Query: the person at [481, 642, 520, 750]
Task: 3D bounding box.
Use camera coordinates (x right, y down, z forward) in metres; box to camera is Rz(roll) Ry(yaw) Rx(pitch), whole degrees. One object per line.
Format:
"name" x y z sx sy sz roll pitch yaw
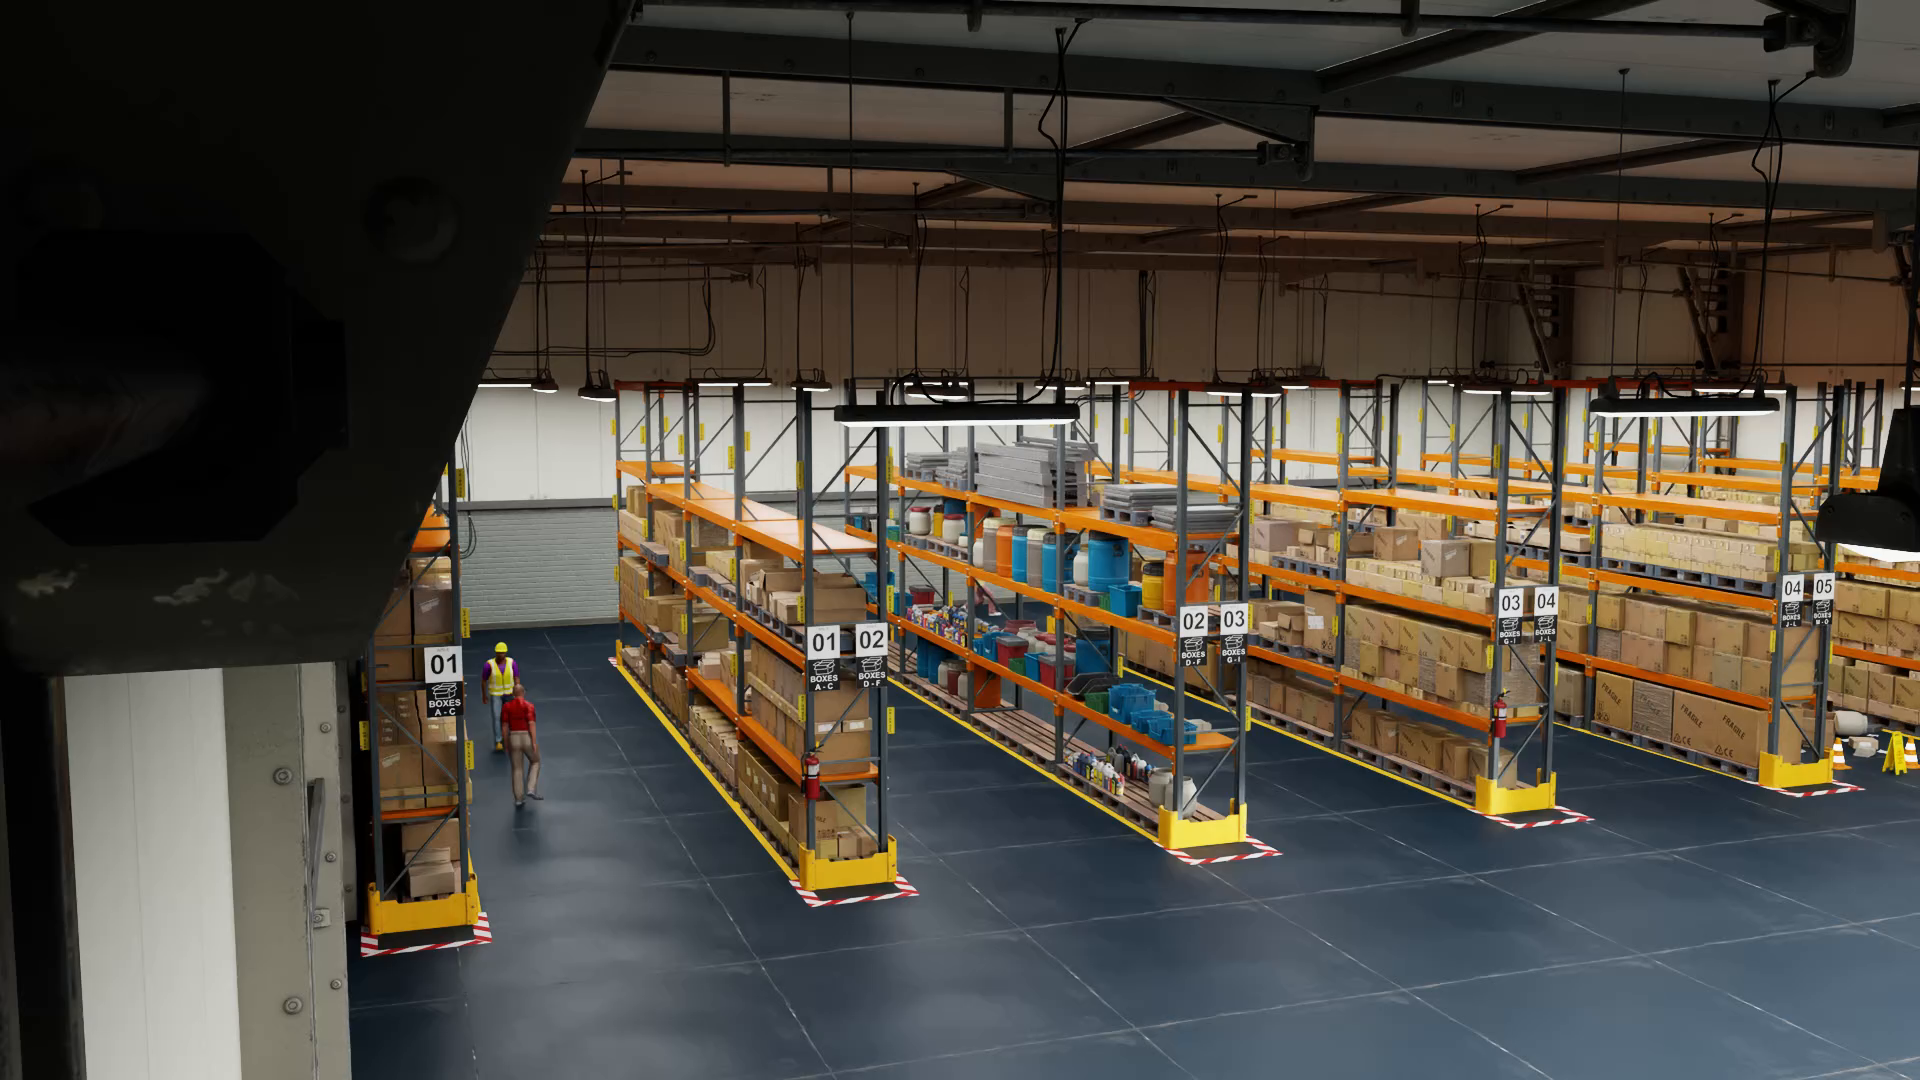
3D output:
"person" -7.548 2.549 27.457 0.584 1.712 0.989 -4 7 -32

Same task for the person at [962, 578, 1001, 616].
"person" 0.535 1.129 41.831 0.986 1.558 0.443 1 6 9

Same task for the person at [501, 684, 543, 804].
"person" -6.337 2.941 23.998 0.564 1.728 0.515 0 6 -4
